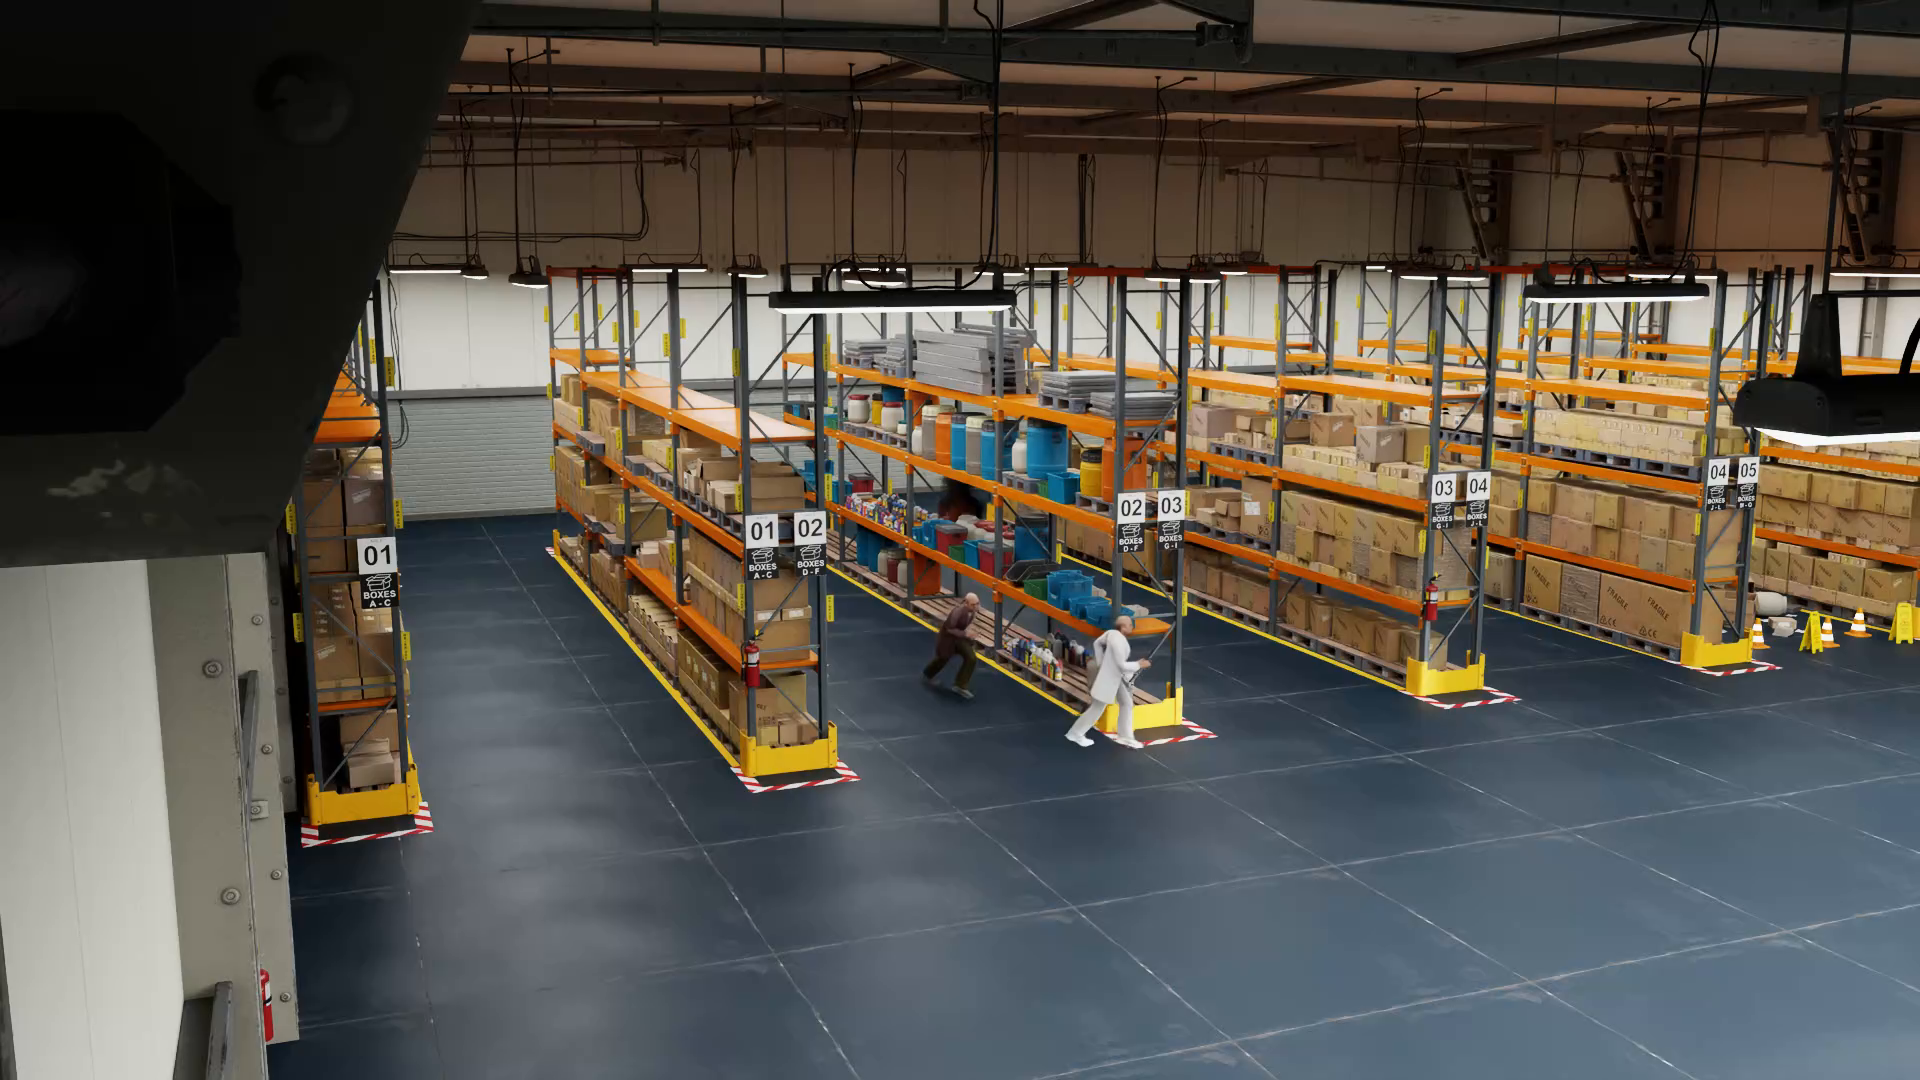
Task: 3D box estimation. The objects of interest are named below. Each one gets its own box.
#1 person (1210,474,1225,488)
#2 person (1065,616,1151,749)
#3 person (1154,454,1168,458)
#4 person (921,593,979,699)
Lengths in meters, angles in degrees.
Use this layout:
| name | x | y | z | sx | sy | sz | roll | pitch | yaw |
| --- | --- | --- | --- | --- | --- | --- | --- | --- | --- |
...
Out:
| name | x | y | z | sx | sy | sz | roll | pitch | yaw |
| --- | --- | --- | --- | --- | --- | --- | --- | --- | --- |
| person | 6.517 | -1.656 | 41.421 | 0.519 | 1.642 | 0.615 | -1 | 10 | -4 |
| person | 1.885 | 1.818 | 21.161 | 1.067 | 1.763 | 0.698 | 1 | 10 | 7 |
| person | 4.968 | -1.574 | 41.298 | 0.559 | 1.568 | 0.745 | 5 | 11 | 26 |
| person | -0.166 | 1.462 | 23.877 | 1.201 | 1.574 | 0.708 | 9 | 13 | 41 |
